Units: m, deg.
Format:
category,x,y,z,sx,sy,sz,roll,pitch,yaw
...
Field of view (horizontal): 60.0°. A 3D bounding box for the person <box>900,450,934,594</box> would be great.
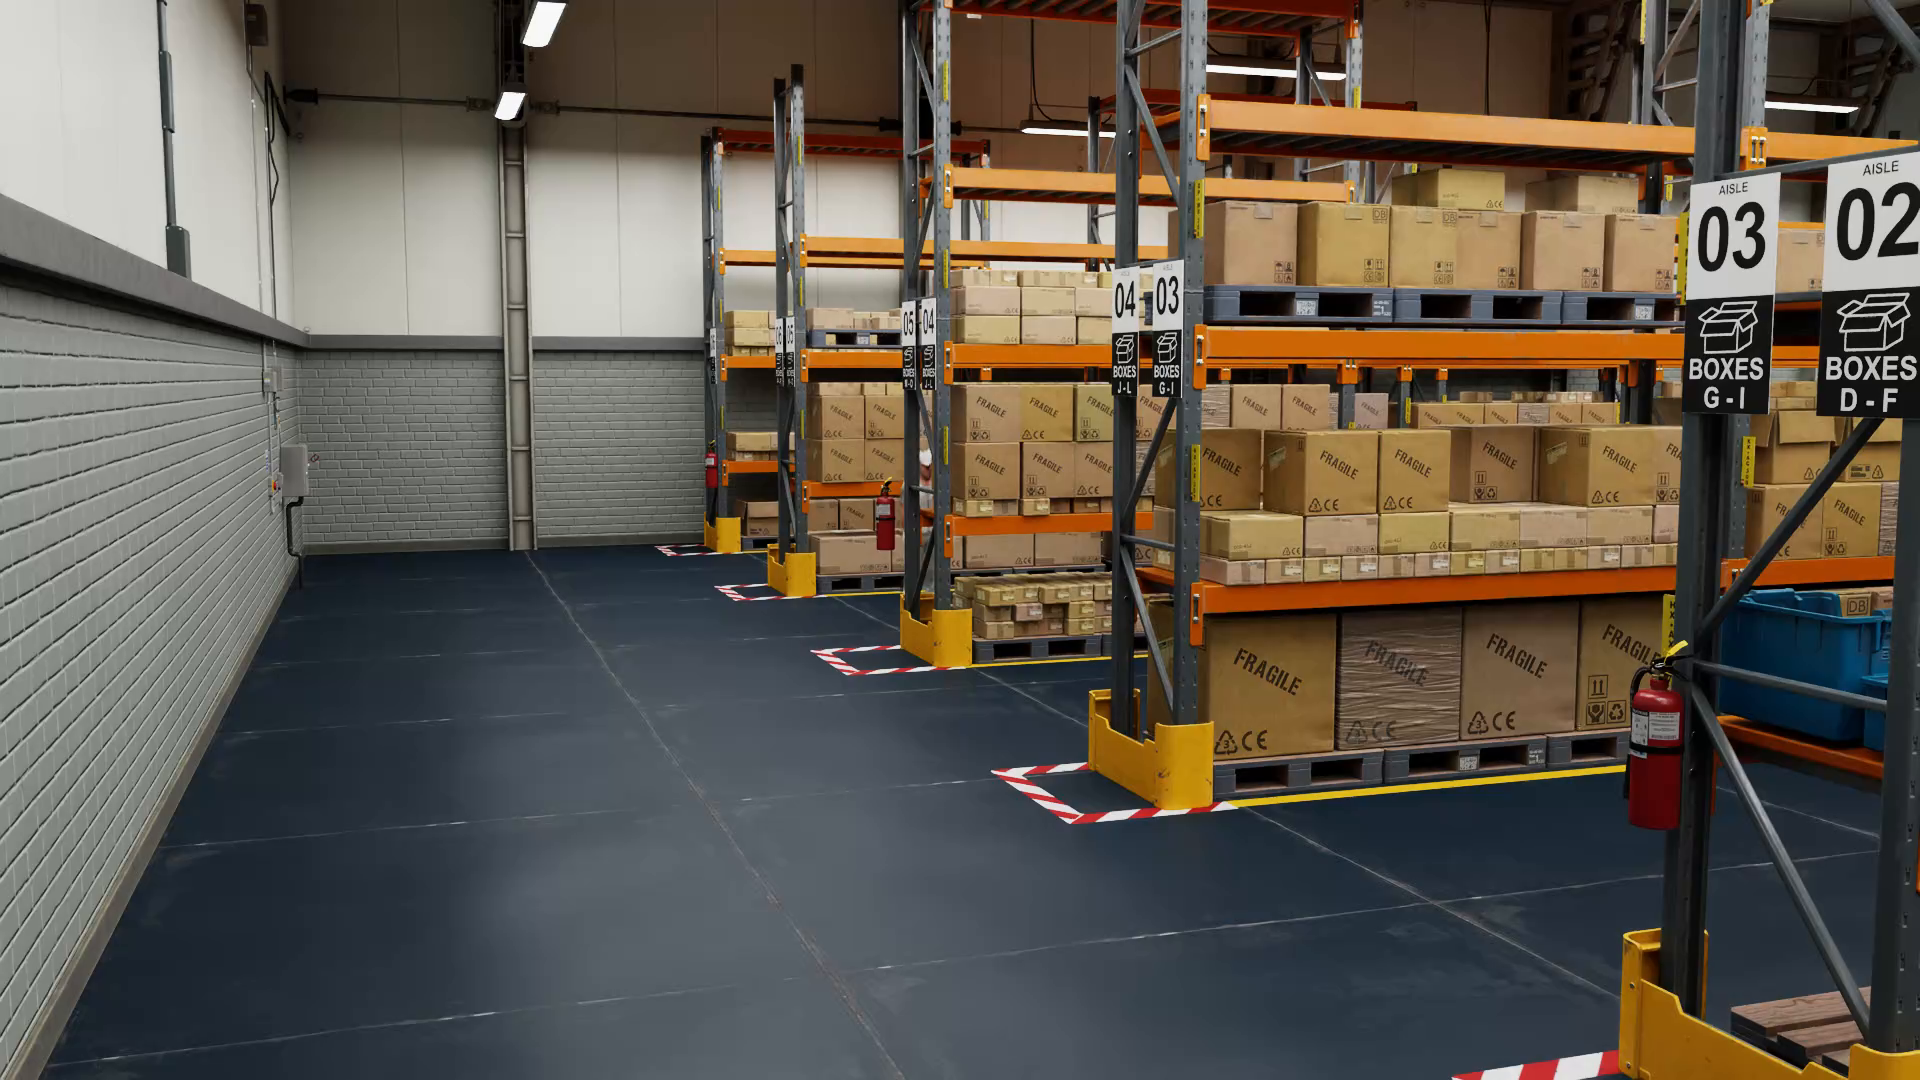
category,x,y,z,sx,sy,sz,roll,pitch,yaw
person,-0.341,-0.033,17.028,0.528,1.776,0.358,-2,6,-18
